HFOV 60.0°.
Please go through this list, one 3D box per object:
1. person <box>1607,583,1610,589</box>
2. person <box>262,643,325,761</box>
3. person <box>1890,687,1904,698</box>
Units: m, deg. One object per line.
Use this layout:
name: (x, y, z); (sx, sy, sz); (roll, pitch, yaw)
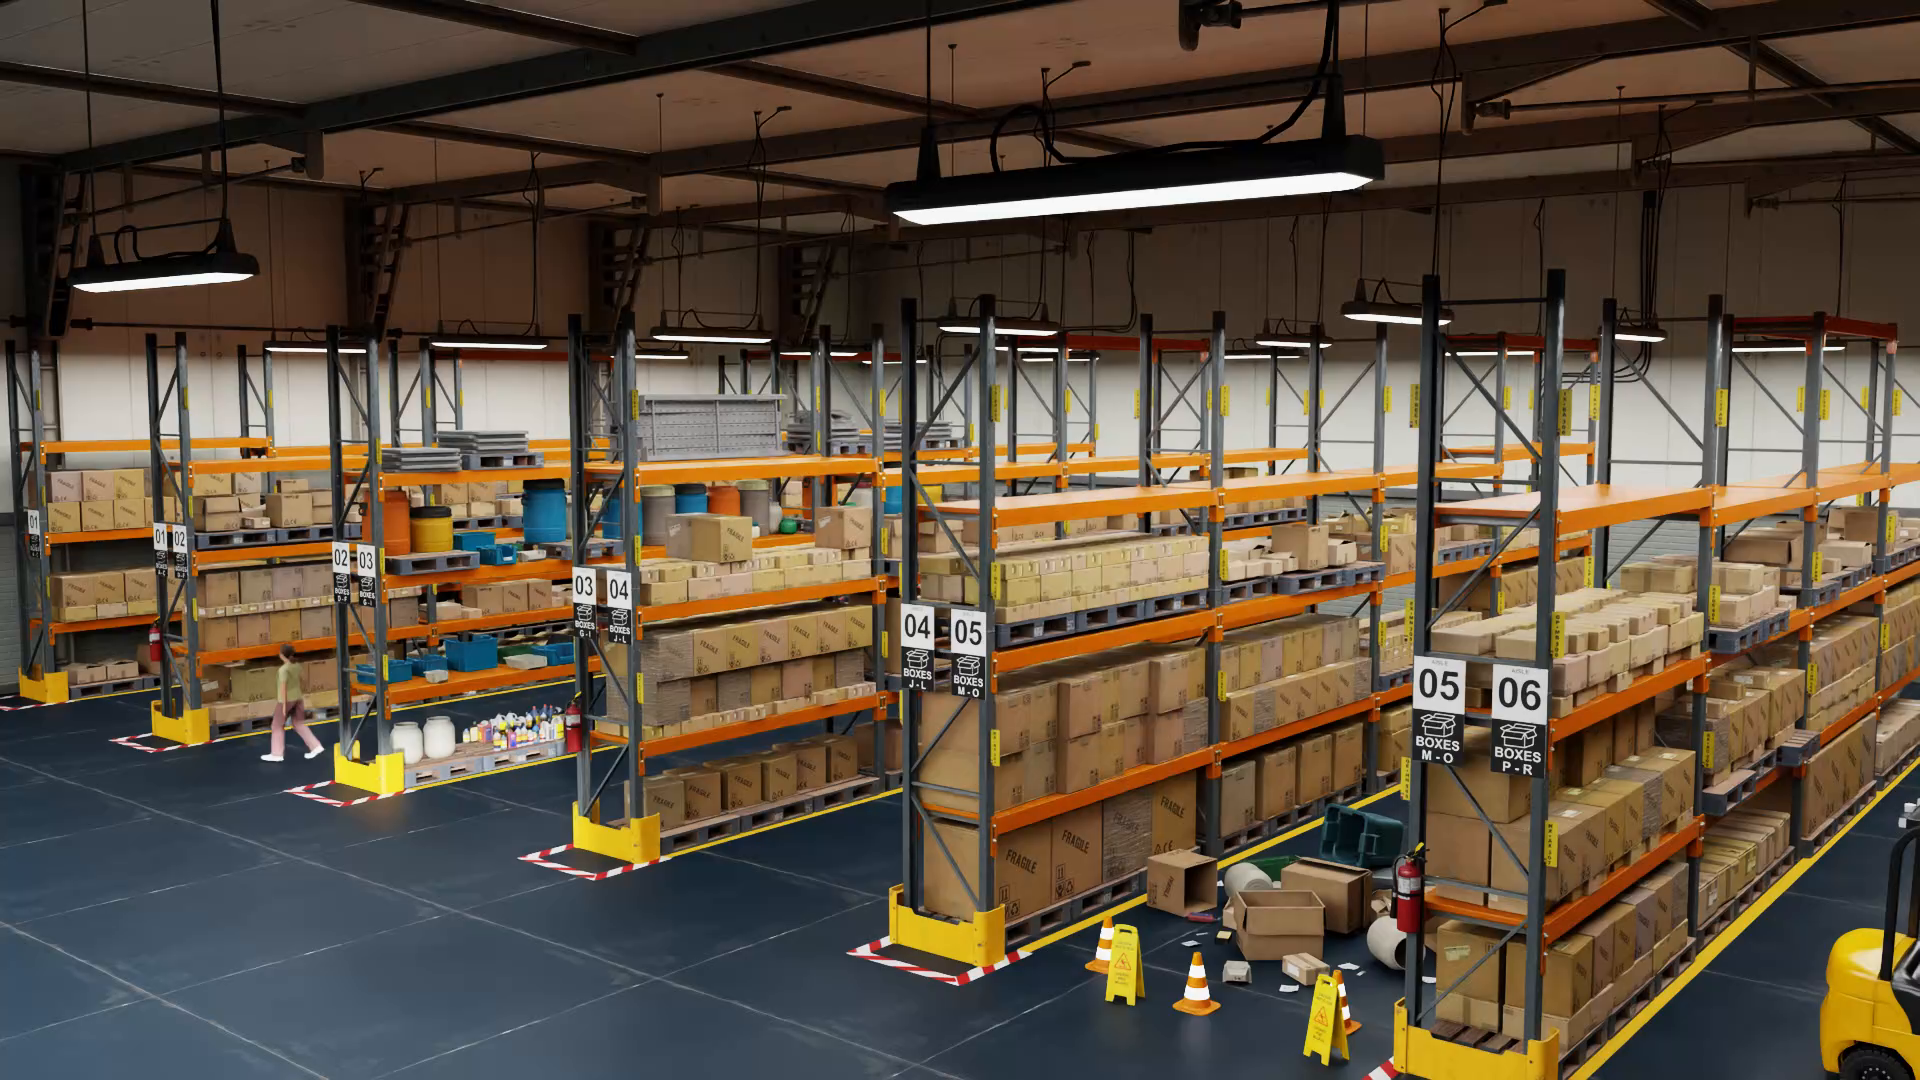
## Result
person: (11.565, 1.610, 29.898); (1.112, 1.707, 0.589); (-2, 5, -19)
person: (-9.285, 2.260, 23.143); (0.846, 1.648, 0.458); (2, 6, 21)
person: (15.919, 1.814, 27.639); (1.068, 1.723, 0.507); (3, 6, 27)
